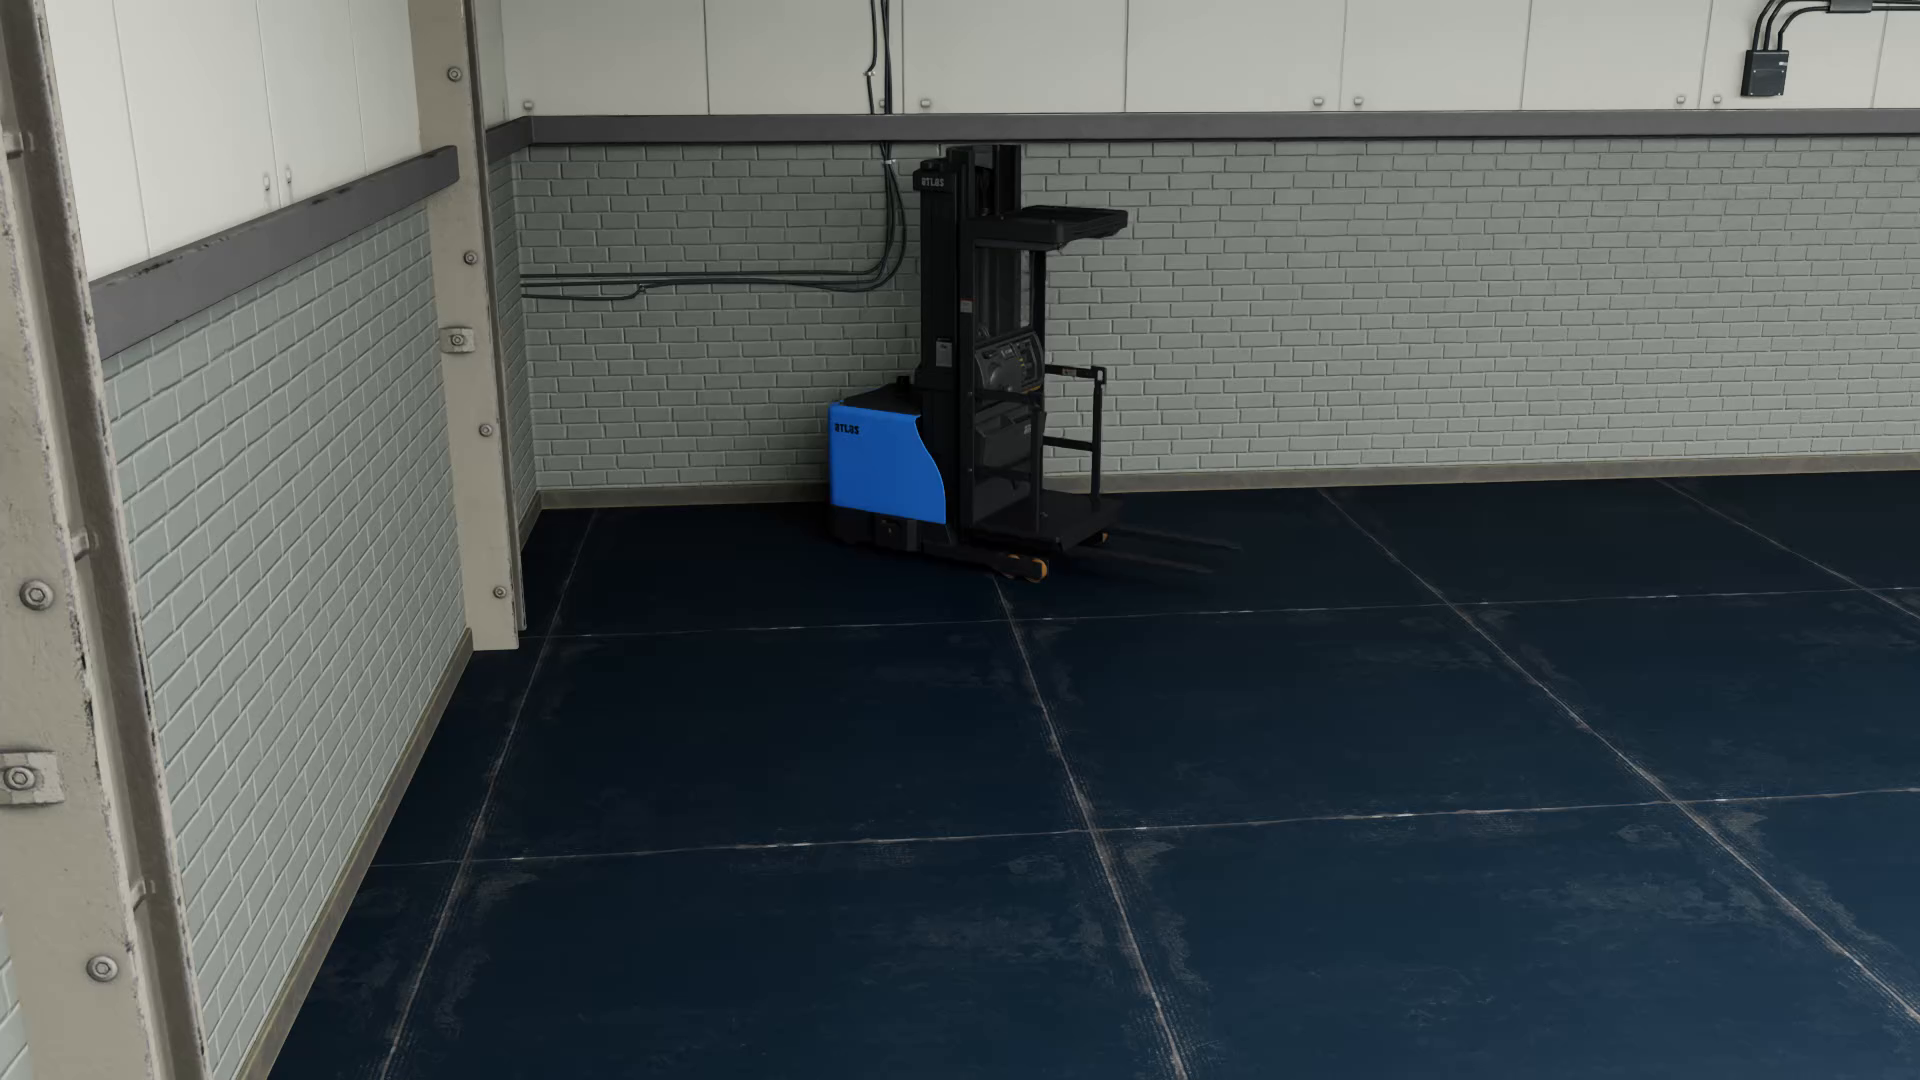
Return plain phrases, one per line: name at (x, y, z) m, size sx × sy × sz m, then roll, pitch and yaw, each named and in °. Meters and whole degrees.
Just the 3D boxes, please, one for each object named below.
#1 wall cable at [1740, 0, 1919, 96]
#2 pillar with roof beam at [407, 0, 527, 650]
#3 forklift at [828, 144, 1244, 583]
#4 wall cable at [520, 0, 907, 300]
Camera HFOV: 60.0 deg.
wall cable at (7.491, -6.491, 12.651) m, size 2.305 × 6.003 × 0.169 m, roll -2°, pitch 18°, yaw -6°
pillar with roof beam at (1.317, -3.794, 9.739) m, size 9.100 × 9.000 × 0.400 m, roll -2°, pitch 18°, yaw -6°
forklift at (0.537, -1.280, 11.861) m, size 3.031 × 2.935 × 1.130 m, roll 10°, pitch 20°, yaw 29°
wall cable at (-1.954, -3.098, 12.706) m, size 3.097 × 2.526 × 0.112 m, roll -2°, pitch 18°, yaw -6°
